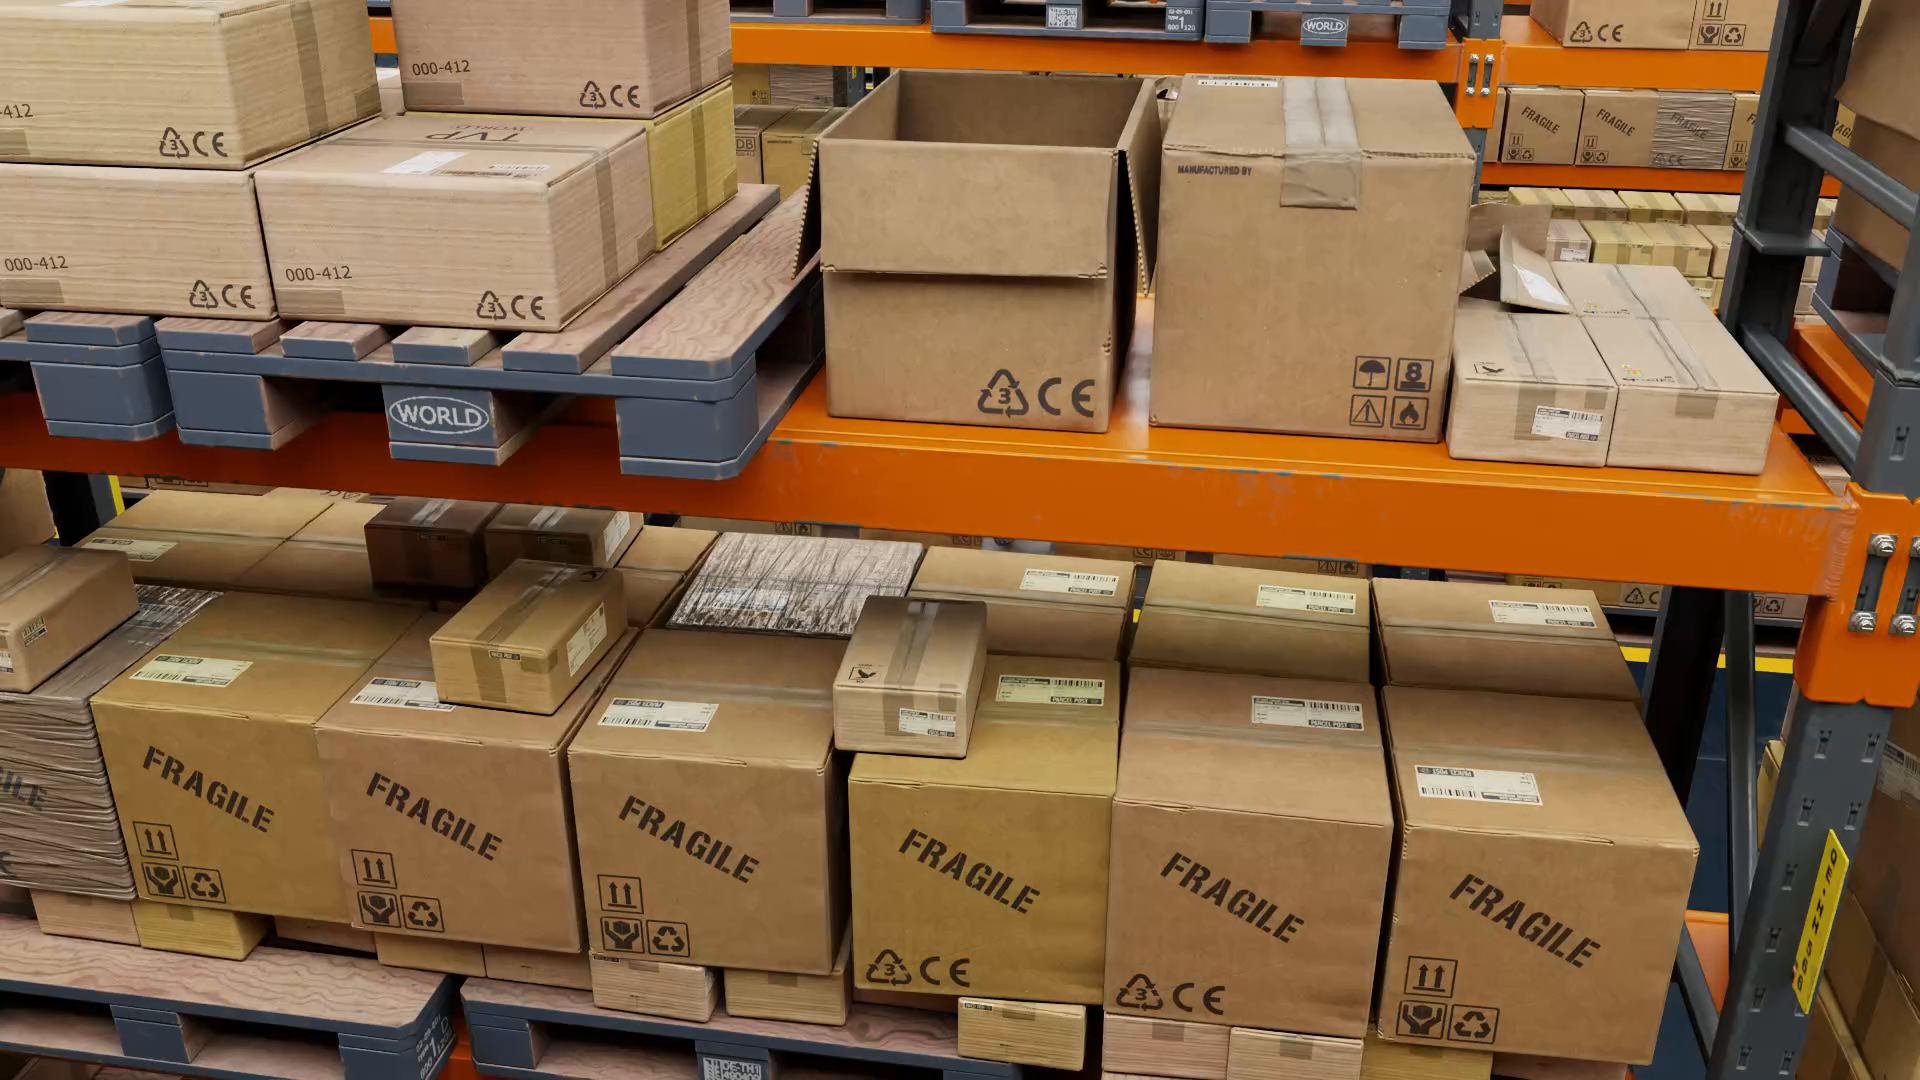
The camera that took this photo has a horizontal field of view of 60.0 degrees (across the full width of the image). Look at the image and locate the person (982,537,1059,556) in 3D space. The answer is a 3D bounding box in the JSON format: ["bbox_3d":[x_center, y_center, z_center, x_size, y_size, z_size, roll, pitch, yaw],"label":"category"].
[{"bbox_3d":[0.180,-0.069,7.226,0.572,1.767,0.494,10,27,20],"label":"person"}]
